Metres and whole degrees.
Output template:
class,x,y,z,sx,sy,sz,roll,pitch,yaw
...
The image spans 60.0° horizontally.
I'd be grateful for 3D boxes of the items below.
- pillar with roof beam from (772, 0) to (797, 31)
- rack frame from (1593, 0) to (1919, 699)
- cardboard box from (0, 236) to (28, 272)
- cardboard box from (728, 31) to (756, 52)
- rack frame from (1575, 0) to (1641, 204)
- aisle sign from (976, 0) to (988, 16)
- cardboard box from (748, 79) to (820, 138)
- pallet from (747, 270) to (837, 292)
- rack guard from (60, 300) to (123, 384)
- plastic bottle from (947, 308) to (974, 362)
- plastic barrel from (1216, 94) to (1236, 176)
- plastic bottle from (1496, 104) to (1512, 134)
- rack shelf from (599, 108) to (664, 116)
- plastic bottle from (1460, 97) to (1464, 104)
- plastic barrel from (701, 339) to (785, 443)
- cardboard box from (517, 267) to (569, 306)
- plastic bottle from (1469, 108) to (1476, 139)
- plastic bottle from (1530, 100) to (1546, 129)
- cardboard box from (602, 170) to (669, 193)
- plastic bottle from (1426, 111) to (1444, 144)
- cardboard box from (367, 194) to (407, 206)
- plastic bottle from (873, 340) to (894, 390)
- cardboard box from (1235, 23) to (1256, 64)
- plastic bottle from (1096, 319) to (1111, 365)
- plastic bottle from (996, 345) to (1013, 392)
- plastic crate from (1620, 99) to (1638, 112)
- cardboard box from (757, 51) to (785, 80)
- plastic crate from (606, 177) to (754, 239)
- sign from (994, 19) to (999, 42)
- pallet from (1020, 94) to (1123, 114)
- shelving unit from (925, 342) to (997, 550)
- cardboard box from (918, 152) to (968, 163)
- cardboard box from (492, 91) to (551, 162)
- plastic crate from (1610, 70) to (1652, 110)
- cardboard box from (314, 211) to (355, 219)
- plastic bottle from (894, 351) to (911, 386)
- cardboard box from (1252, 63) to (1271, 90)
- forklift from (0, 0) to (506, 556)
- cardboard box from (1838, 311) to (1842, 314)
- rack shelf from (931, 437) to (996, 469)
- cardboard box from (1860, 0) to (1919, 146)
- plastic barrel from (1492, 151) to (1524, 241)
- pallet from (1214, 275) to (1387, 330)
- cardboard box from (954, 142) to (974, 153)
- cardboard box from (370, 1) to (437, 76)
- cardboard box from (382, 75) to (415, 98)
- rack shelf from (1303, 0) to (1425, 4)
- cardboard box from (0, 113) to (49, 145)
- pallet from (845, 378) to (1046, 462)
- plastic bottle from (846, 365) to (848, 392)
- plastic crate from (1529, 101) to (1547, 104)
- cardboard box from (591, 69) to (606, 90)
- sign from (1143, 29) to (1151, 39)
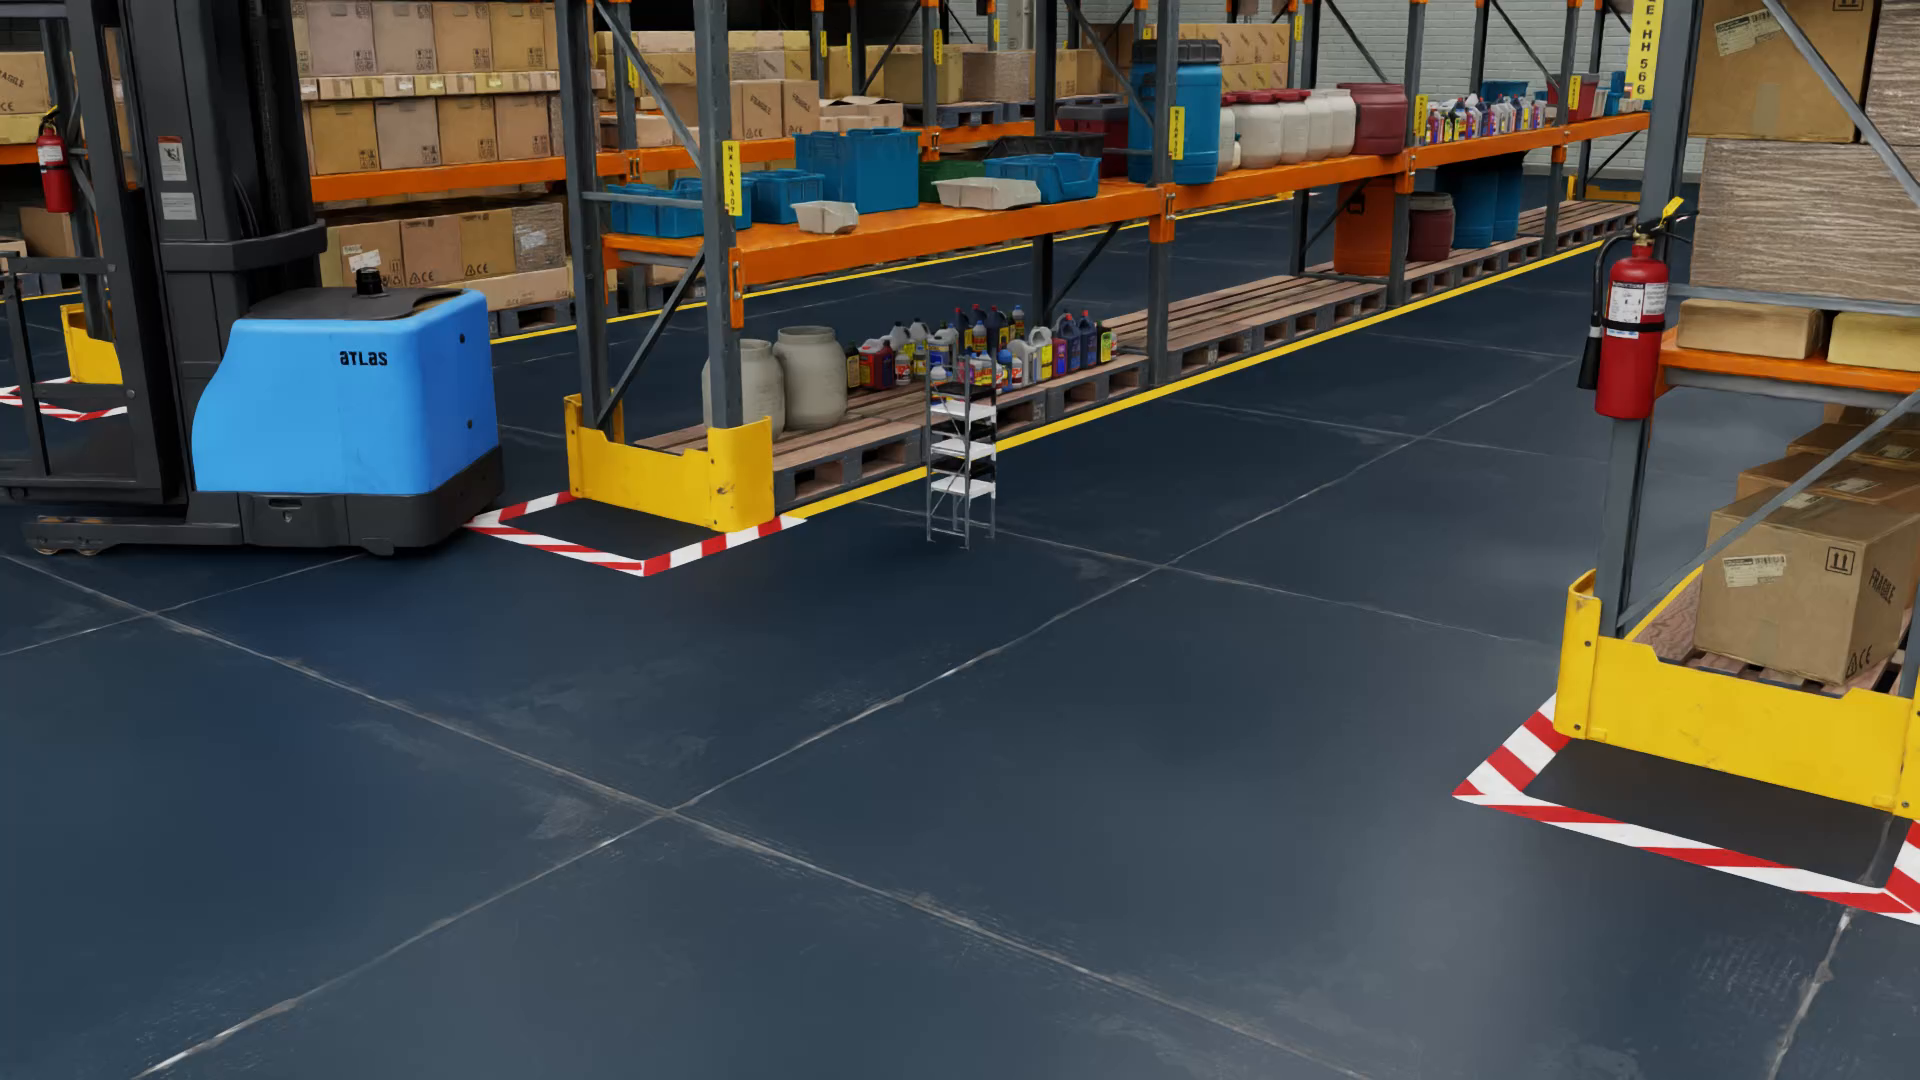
class,x,y,z,sx,sy,sz,roll,pitch,yaw
pillar with roof beam,0.919,-8.611,20.298,9.100,9.000,0.400,12,21,35
rack frame,2.524,-0.703,4.949,1.000,3.000,0.127,12,21,35
cardboard box,-8.586,-2.539,14.655,0.500,0.311,0.500,15,22,39
cardboard box,-2.950,-6.346,21.153,0.500,0.250,0.500,13,21,36
rack frame,8.079,-5.389,20.039,1.000,3.000,0.127,12,21,35
aisle sign,0.407,-8.345,25.175,0.394,0.787,0.004,12,21,35
cardboard box,-1.650,-4.005,15.413,0.500,0.500,0.500,11,20,32
pallet,-1.912,-2.549,15.597,1.003,0.211,1.213,12,21,35
rack guard,-5.444,-1.255,10.941,1.175,0.500,0.348,12,21,35
plastic bottle,0.003,-1.312,10.635,0.144,0.351,0.185,11,21,32
plastic barrel,1.676,-2.785,11.424,0.433,0.535,0.433,0,17,0
plastic bottle,5.122,-3.987,15.733,0.152,0.276,0.135,12,21,35
rack shelf,-3.452,-5.367,21.181,1.077,0.370,4.000,12,21,35
plastic bottle,5.055,-4.337,16.847,0.061,0.283,0.133,12,21,35
plastic barrel,-1.123,-0.761,8.622,0.421,0.512,0.421,0,17,0
cardboard box,-3.453,-2.028,13.144,0.500,0.250,0.500,12,21,35
plastic bottle,4.609,-3.766,15.029,0.097,0.271,0.097,0,17,0
plastic bottle,5.721,-4.226,16.503,0.152,0.276,0.135,12,21,35
cardboard box,-4.100,-4.560,20.286,0.750,0.750,0.750,12,21,34
plastic bottle,4.106,-3.580,14.424,0.152,0.276,0.135,12,21,35
cardboard box,-6.334,-3.608,17.777,0.700,0.500,0.500,12,21,34
plastic bottle,-0.454,-1.042,9.880,0.061,0.283,0.133,12,21,35
cardboard box,3.454,-6.391,21.411,0.500,0.500,0.500,13,22,36
plastic bottle,0.908,-1.271,10.616,0.061,0.283,0.133,14,22,37
plastic bottle,0.261,-1.016,9.815,0.097,0.271,0.097,0,17,0
plastic crate,7.555,-4.999,19.126,0.396,0.136,0.243,12,21,35
cardboard box,-2.629,-6.108,21.652,0.500,0.500,0.500,13,21,35
plastic crate,-1.396,-1.679,8.343,0.499,0.251,0.616,12,21,35
sign,0.550,-7.706,25.150,0.100,0.325,0.005,12,21,35
pallet,1.156,-5.049,19.270,1.003,0.211,1.213,12,21,35
shelving unit,0.005,-0.432,7.617,0.258,0.900,0.210,12,21,35
cardboard box,-0.264,-4.012,17.815,0.500,0.250,0.500,13,22,37
cardboard box,-3.615,-3.221,12.889,0.700,0.500,0.500,12,21,34
plastic crate,8.030,-5.322,19.661,0.616,0.435,0.499,12,21,35
cardboard box,-4.765,-2.121,12.179,0.500,0.500,0.500,12,21,35
plastic bottle,-0.346,-1.037,10.002,0.097,0.201,0.097,0,17,0
cardboard box,3.749,-6.034,21.947,0.500,0.500,0.500,13,21,35
forklift,-3.811,-1.484,7.580,3.031,2.935,1.130,1,17,4
cardboard box,2.946,-0.872,5.917,0.380,0.149,0.250,12,21,35
rack shelf,0.005,-0.400,7.626,0.258,0.077,0.200,12,21,35
cardboard box,3.070,-1.453,5.008,0.500,0.500,0.500,12,21,35
plastic barrel,5.358,-3.508,16.812,0.600,0.901,0.708,12,21,35
pallet,2.820,-1.974,13.744,1.003,0.211,1.213,12,21,35
cardboard box,-0.214,-5.962,25.391,0.700,0.500,0.500,12,21,35
cardboard box,-4.203,-3.609,11.950,0.700,0.500,0.500,12,21,35
cardboard box,-4.107,-3.233,11.834,0.380,0.149,0.250,13,21,35
rack shelf,2.121,-4.096,12.031,1.077,0.370,4.000,12,21,35
cardboard box,-8.258,-3.573,14.411,0.500,0.250,0.500,12,21,34
pallet,-0.231,-0.754,9.817,1.003,0.211,1.213,12,21,35
plastic bottle,-0.712,-0.966,9.775,0.097,0.201,0.097,0,17,0
plastic crate,6.492,-4.807,18.508,0.293,0.136,0.466,12,21,35
cardboard box,-3.036,-3.662,13.215,0.380,0.149,0.250,12,21,35
sign,2.168,-5.768,19.307,0.100,0.325,0.005,12,21,35
